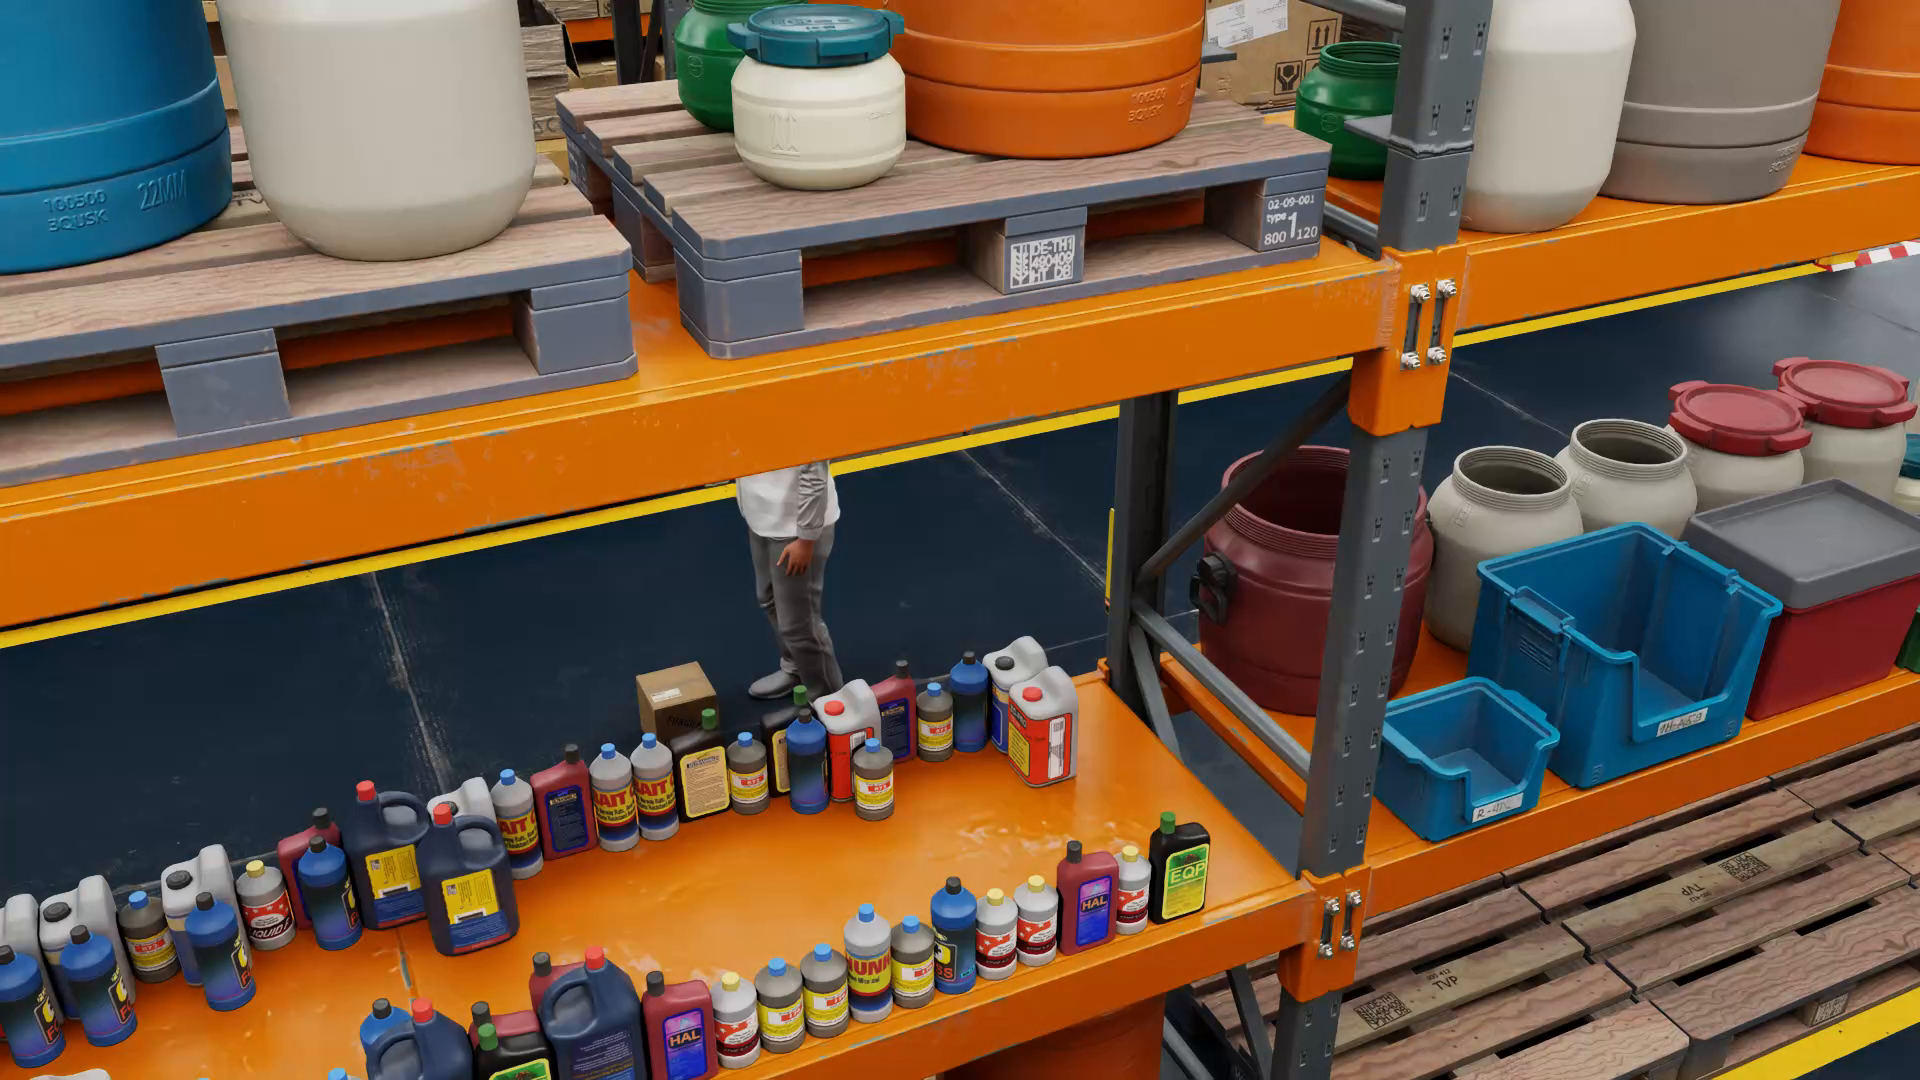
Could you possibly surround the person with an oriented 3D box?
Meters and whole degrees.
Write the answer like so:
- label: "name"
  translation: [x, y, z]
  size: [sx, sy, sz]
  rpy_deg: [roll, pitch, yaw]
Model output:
- label: "person"
  translation: [-0.643, -0.087, 6.264]
  size: [0.360, 1.764, 0.532]
  rpy_deg: [-12, 32, -21]
